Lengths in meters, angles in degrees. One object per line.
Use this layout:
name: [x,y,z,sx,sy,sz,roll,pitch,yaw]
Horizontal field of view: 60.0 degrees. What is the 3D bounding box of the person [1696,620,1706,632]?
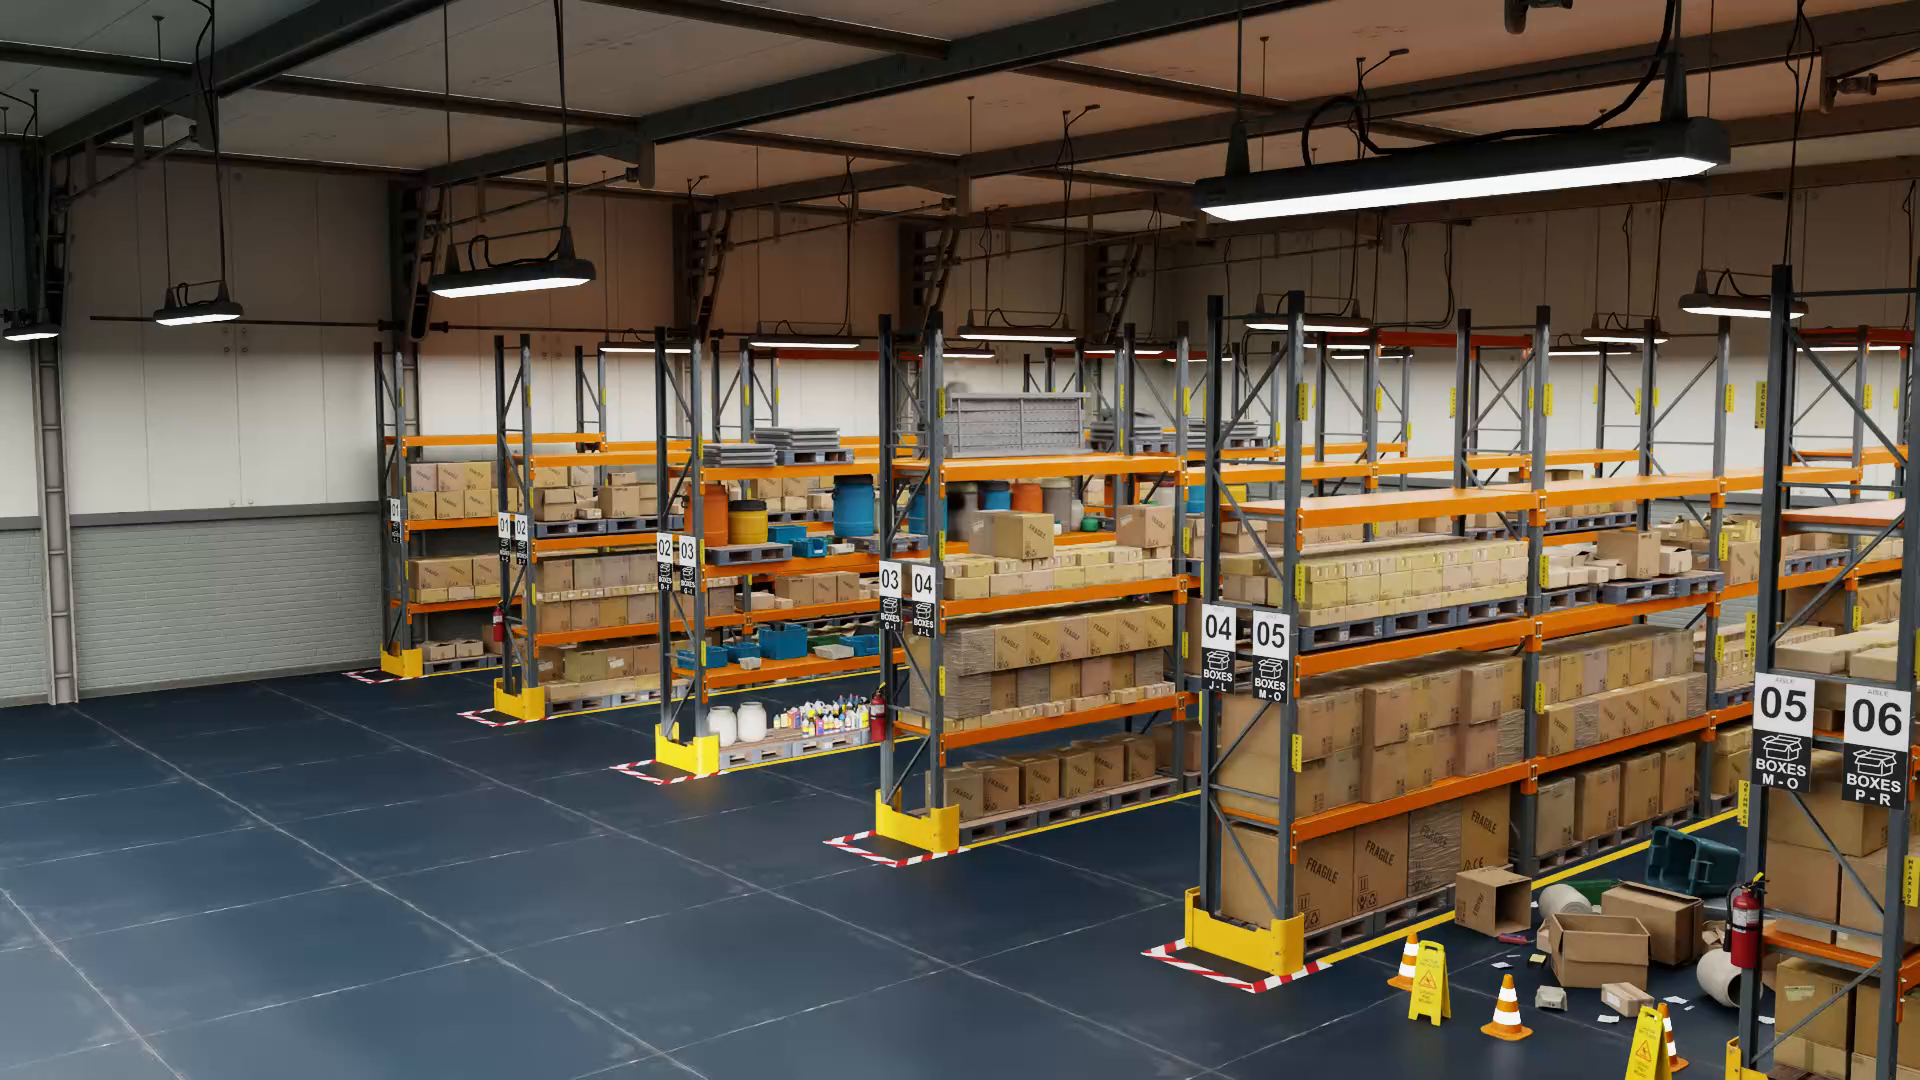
person: [11.059,2.057,24.699,0.687,1.750,0.705,-4,6,-35]
